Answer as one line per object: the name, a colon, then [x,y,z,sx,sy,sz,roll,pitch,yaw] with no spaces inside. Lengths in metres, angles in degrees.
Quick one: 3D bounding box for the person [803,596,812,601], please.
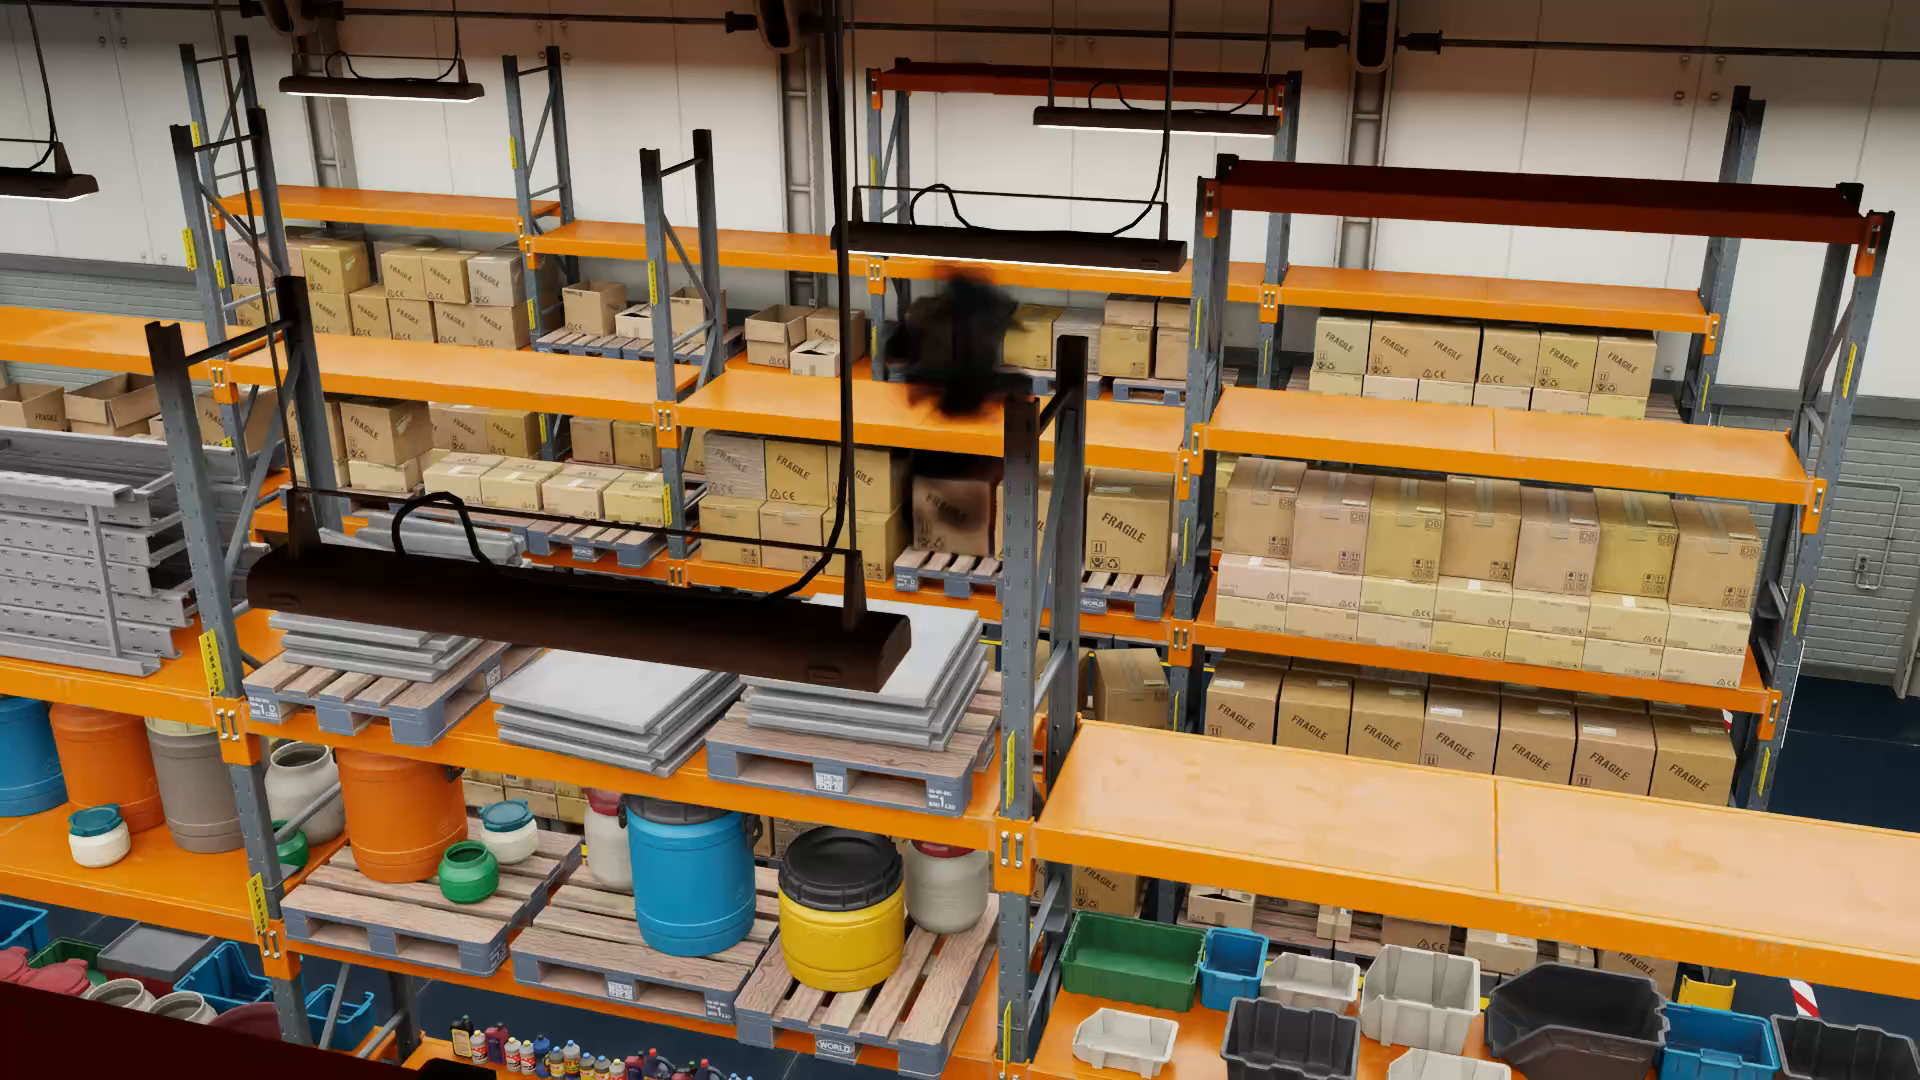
person: [-1.227,0.966,16.183,0.793,1.845,0.675,8,24,18]
